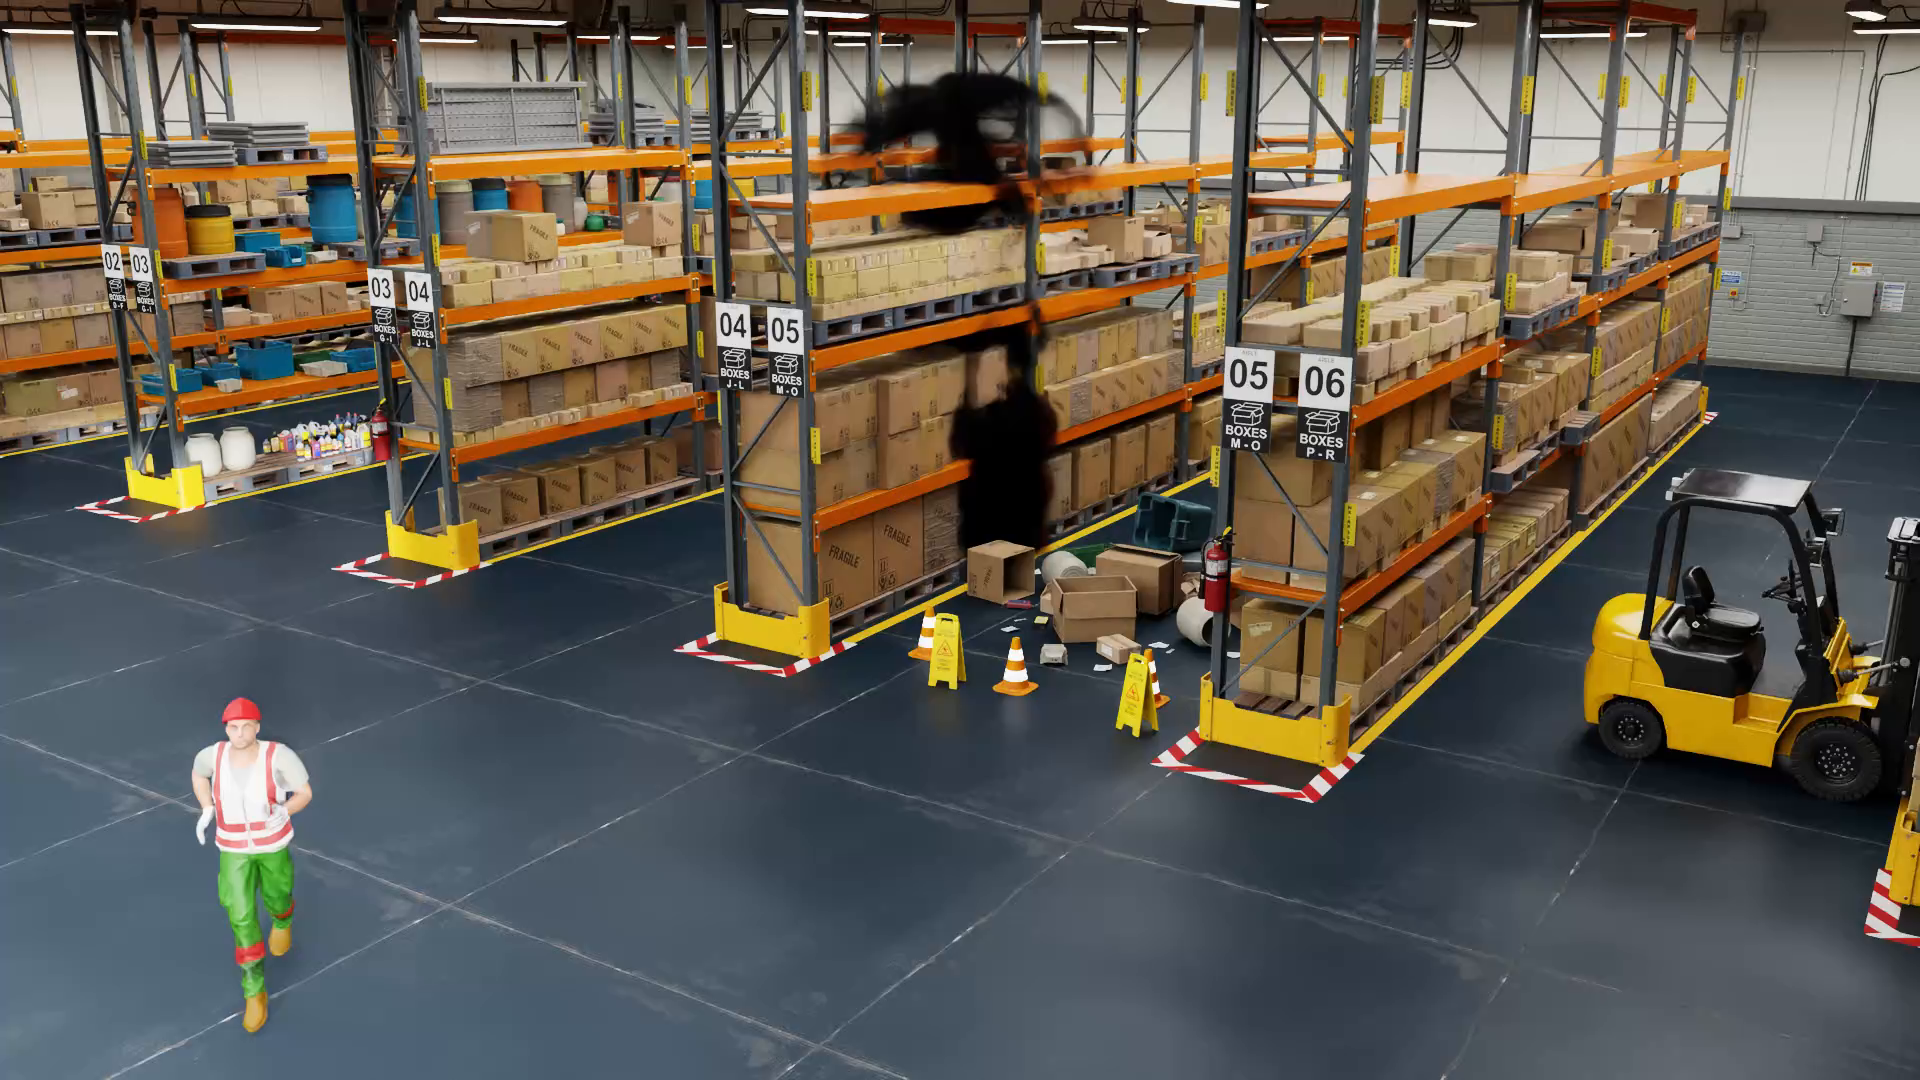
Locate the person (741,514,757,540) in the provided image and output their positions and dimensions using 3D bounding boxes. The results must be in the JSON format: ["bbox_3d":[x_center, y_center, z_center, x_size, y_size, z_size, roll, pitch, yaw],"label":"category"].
[{"bbox_3d":[-2.200,-0.841,18.131,0.514,1.614,0.830,5,16,16],"label":"person"}]

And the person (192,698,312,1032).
[{"bbox_3d":[-4.026,1.753,9.520,0.651,1.807,0.979,-5,16,-16],"label":"person"}]

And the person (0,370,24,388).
[{"bbox_3d":[-14.775,-2.798,25.993,0.718,1.746,0.834,6,16,19],"label":"person"}]
